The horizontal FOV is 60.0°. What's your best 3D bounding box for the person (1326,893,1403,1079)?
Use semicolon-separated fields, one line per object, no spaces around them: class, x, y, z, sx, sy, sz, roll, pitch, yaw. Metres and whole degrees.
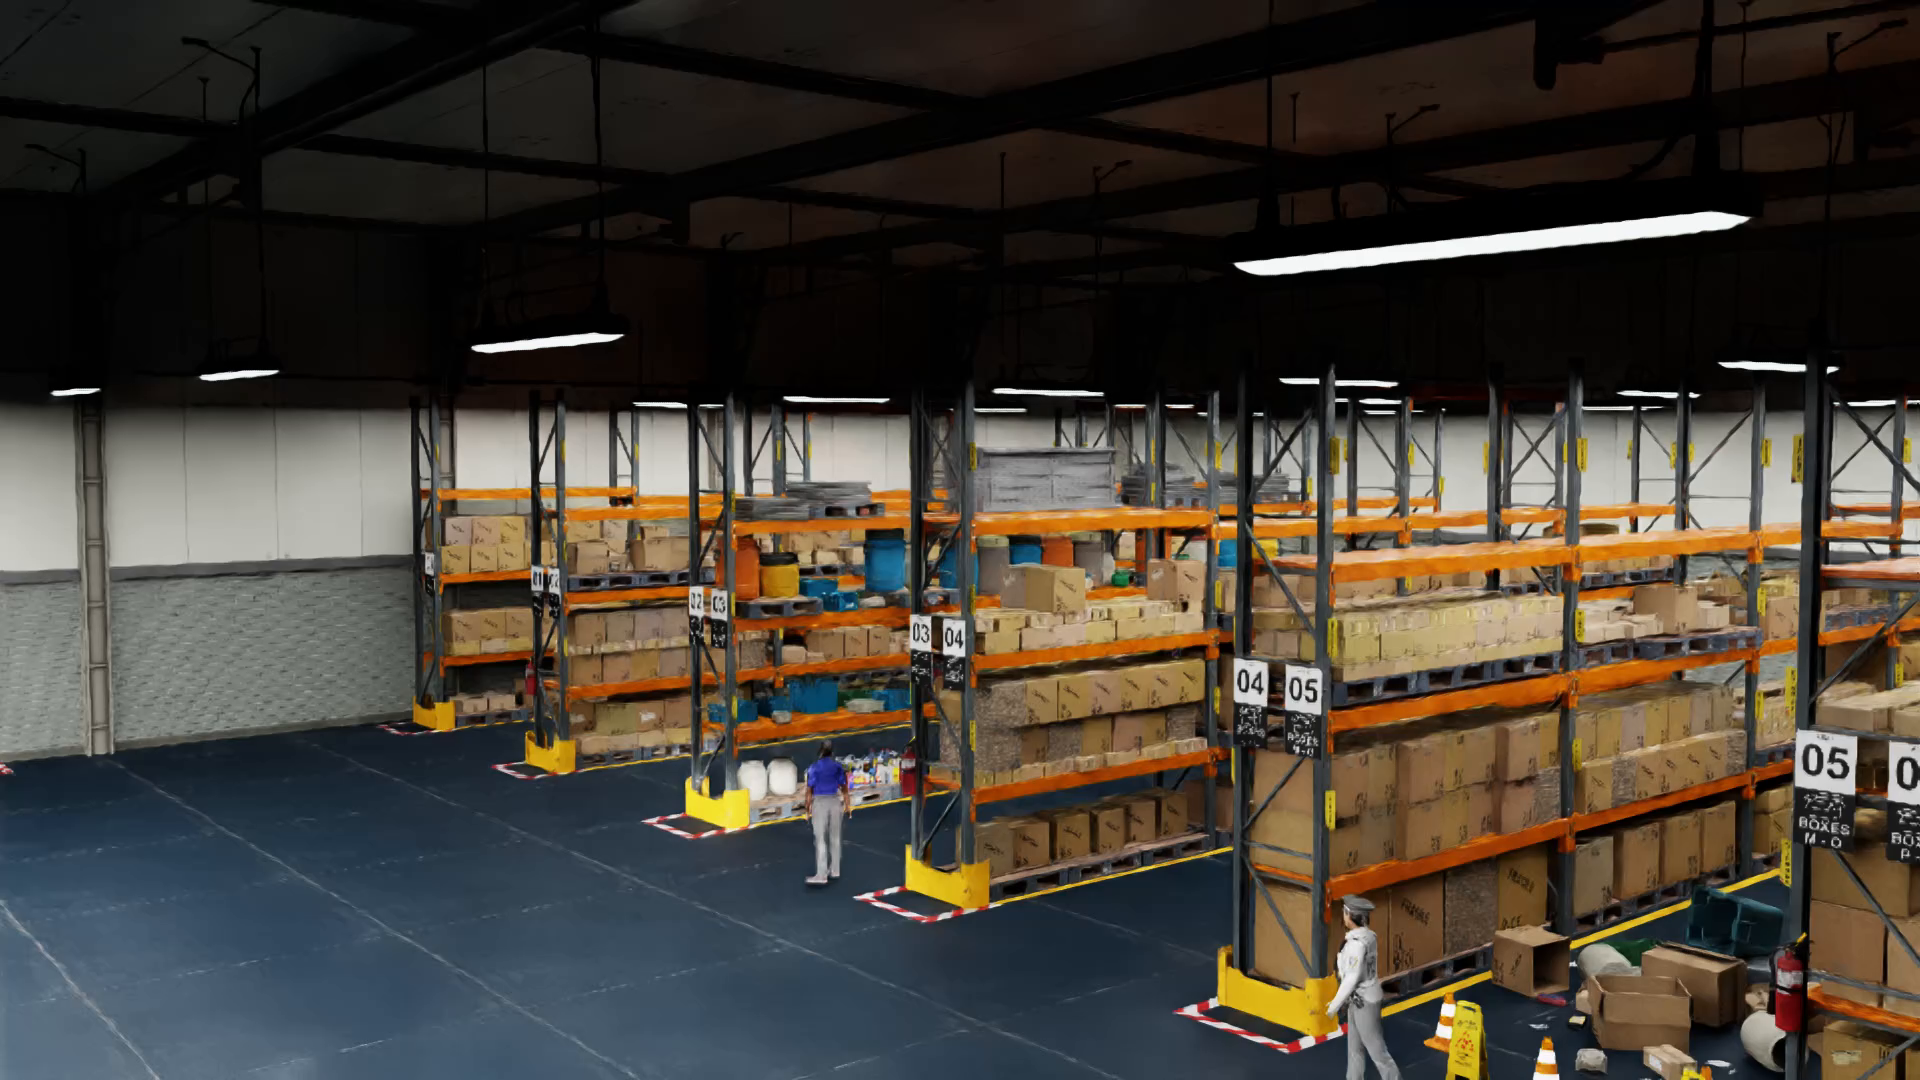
person;3.129;3.578;12.807;0.680;1.658;0.498;1;4;20

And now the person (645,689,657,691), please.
person;-5.490;2.654;29.400;1.034;1.512;0.418;-3;4;-37

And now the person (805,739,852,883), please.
person;-1.570;3.173;19.592;0.603;1.639;0.556;-2;4;-25
